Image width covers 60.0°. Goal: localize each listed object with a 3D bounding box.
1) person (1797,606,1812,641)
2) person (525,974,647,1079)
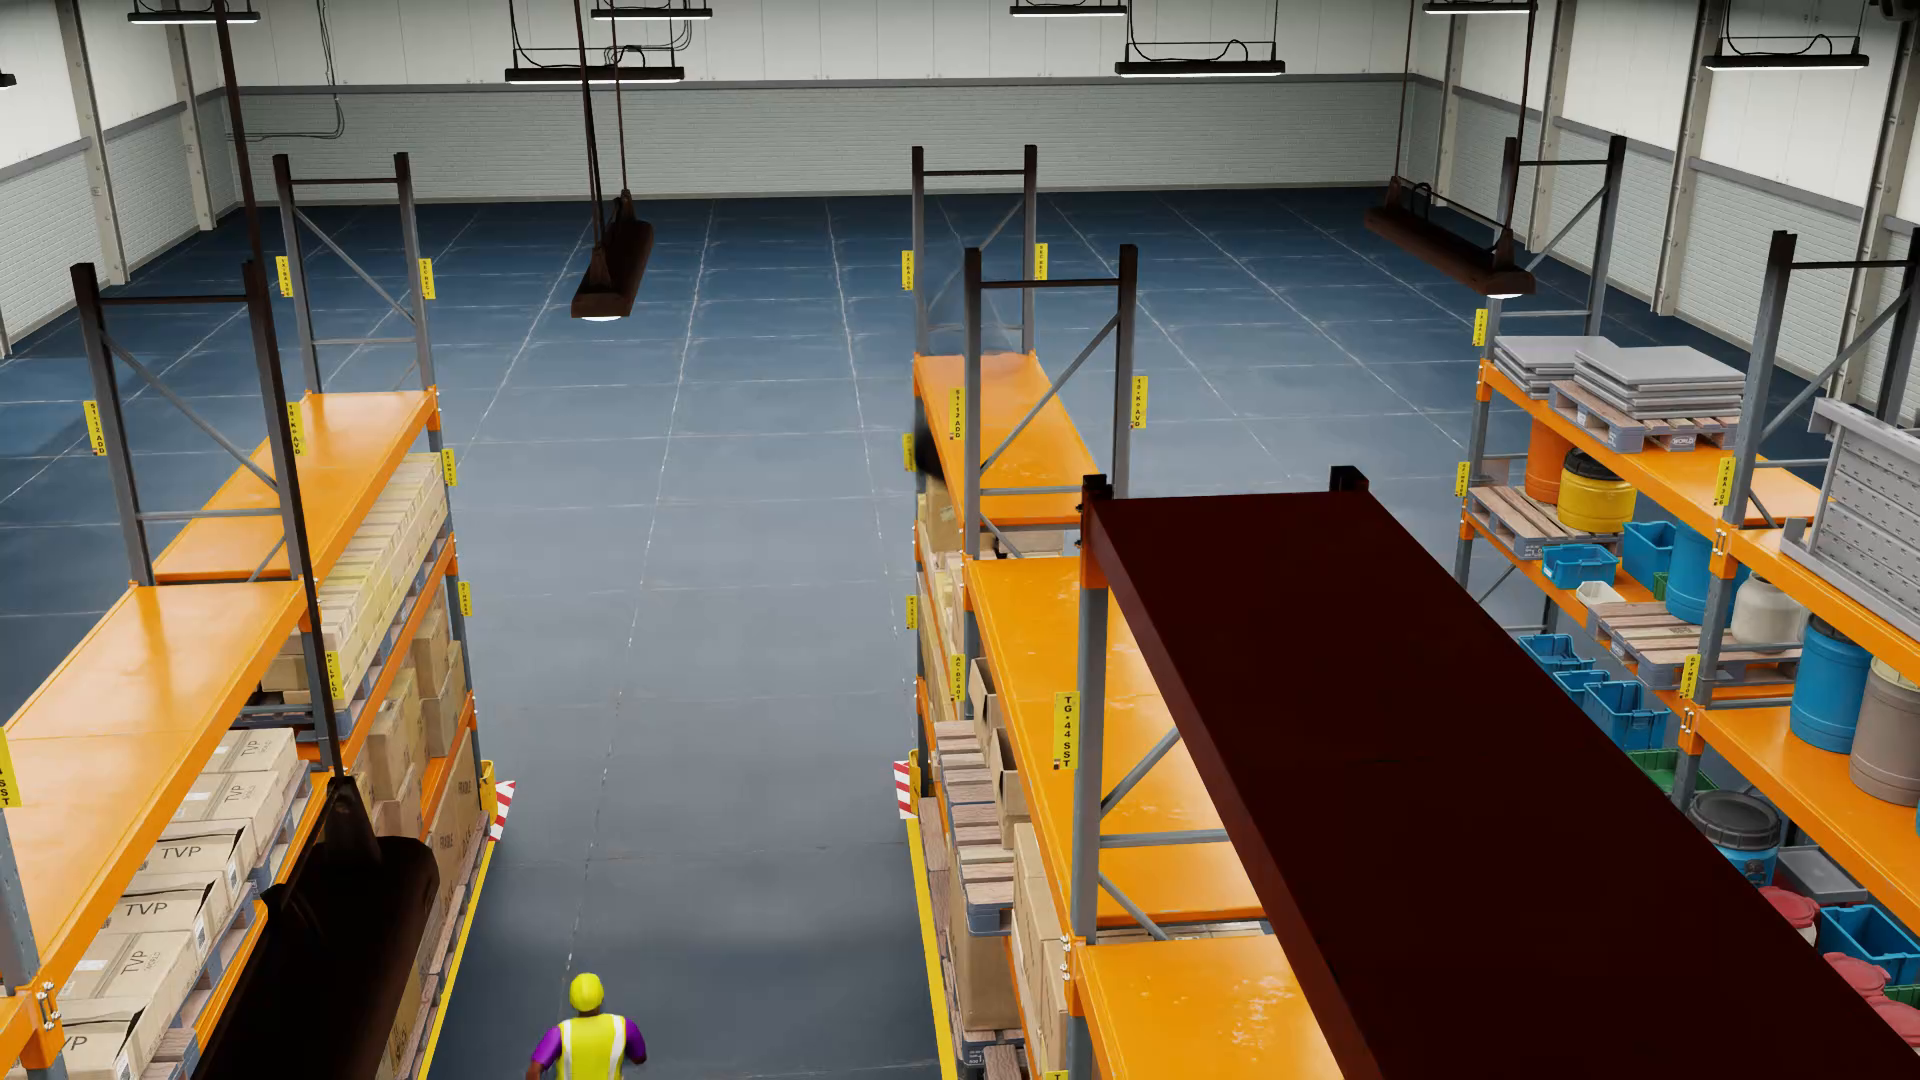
[{"bbox_3d":[9.164,0.668,17.756,0.654,1.656,0.579,13,25,30],"label":"person"},{"bbox_3d":[-2.300,3.521,10.368,0.731,1.765,0.816,-4,22,-11],"label":"person"}]
